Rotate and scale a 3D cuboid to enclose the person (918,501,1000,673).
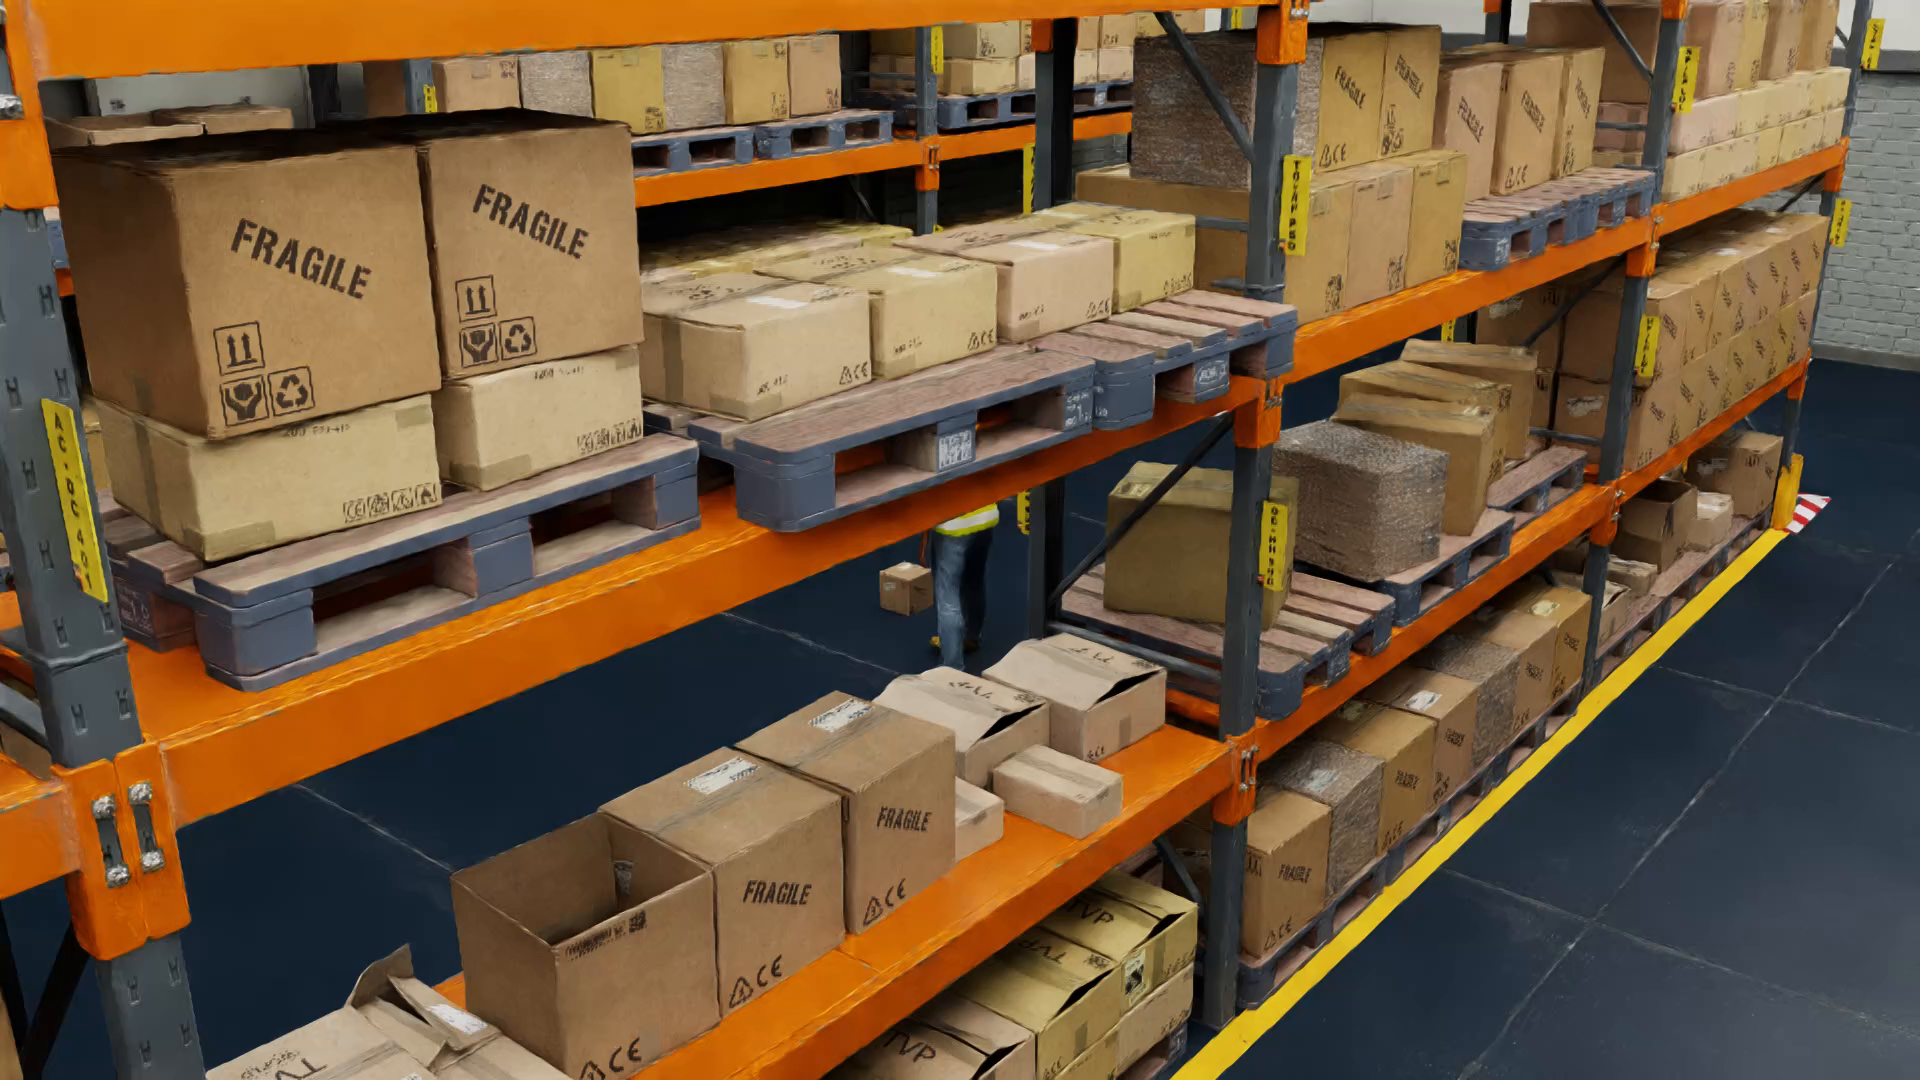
[{"bbox_3d":[-0.020,-0.063,9.723,0.635,1.762,0.598,-17,26,-38],"label":"person"}]
